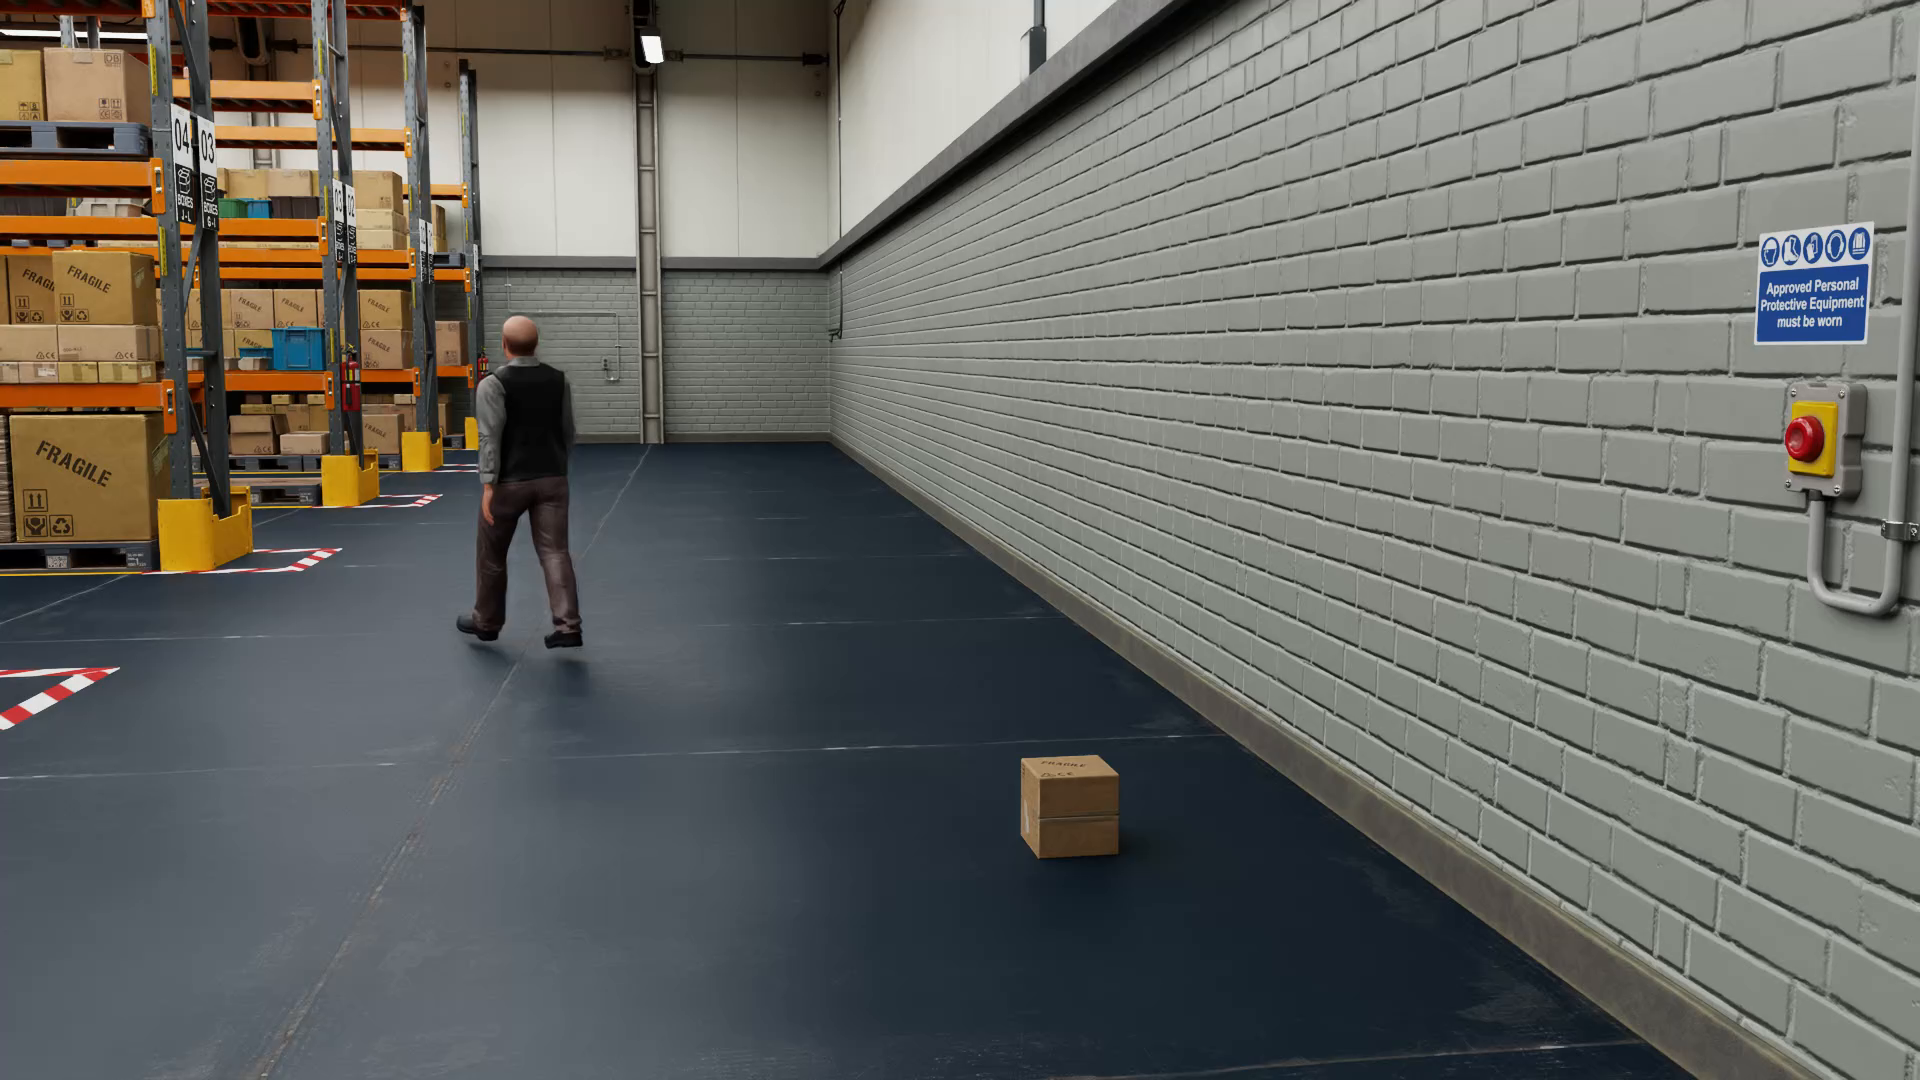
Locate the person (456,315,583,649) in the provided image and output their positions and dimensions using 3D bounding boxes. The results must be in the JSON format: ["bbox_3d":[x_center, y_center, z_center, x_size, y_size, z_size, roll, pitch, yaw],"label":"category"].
[{"bbox_3d":[-2.215,-0.291,8.414,0.557,1.673,1.024,-4,8,-34],"label":"person"}]
